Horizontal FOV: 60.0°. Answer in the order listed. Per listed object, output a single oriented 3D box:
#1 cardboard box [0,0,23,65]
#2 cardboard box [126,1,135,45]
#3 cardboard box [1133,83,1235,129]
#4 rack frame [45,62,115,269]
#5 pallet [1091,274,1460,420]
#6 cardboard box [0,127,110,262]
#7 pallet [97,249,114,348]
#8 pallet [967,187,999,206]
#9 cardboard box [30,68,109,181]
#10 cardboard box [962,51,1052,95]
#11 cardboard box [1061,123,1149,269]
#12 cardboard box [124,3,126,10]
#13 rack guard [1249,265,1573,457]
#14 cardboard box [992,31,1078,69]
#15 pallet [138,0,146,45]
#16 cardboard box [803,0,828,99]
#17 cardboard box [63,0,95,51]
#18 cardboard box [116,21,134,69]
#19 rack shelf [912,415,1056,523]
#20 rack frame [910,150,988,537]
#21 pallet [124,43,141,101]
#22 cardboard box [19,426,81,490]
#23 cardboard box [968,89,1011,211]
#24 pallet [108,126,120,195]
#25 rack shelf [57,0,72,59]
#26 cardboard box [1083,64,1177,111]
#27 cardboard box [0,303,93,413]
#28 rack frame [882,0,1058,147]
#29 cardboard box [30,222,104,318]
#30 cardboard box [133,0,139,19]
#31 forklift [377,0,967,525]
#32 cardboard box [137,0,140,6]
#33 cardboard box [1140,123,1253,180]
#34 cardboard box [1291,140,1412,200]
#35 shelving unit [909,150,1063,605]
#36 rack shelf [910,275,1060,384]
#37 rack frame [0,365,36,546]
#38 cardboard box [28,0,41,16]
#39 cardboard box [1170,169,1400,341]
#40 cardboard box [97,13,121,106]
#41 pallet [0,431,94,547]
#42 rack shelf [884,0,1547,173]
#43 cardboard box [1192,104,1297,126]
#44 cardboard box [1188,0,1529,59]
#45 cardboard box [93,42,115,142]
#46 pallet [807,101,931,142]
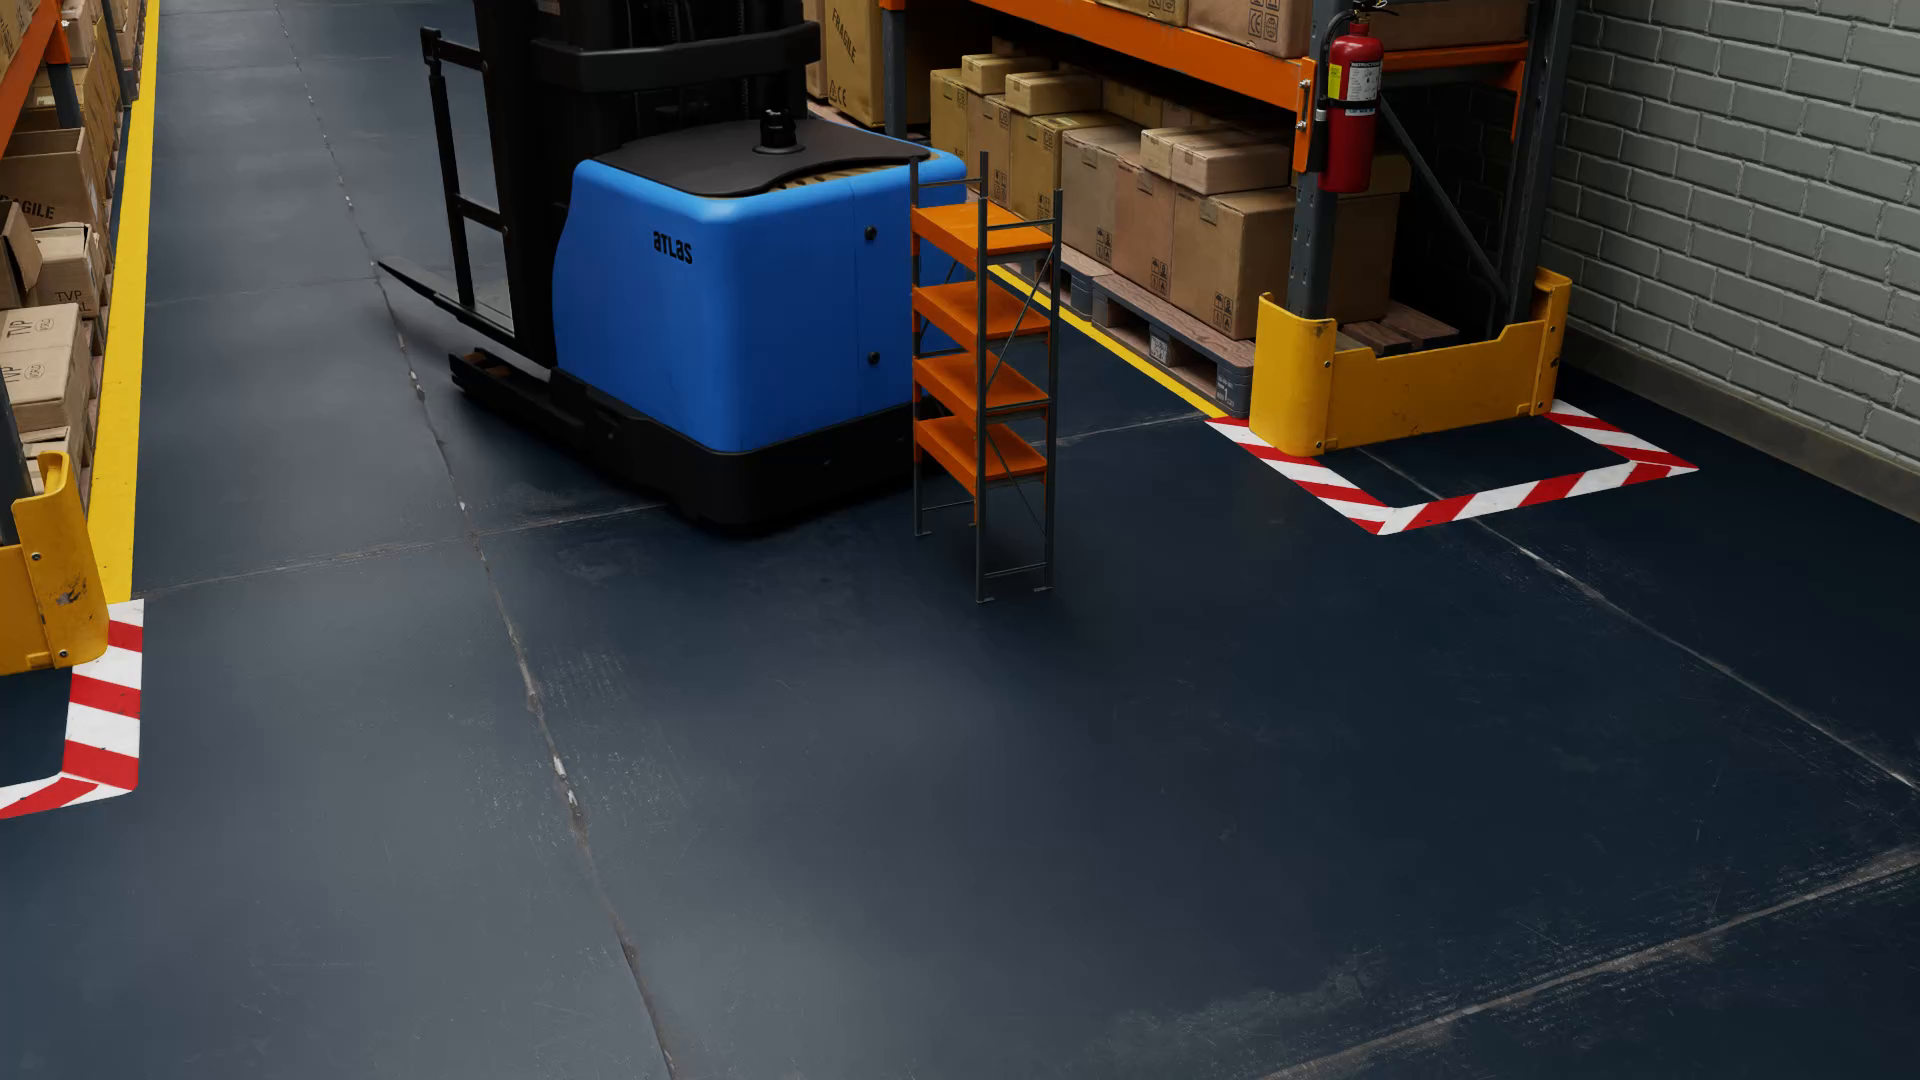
[{"bbox_3d":[-3.452,-1.838,5.482,0.500,0.500,0.500,-10,28,-20],"label":"cardboard box"},{"bbox_3d":[-6.400,-3.812,12.295,0.500,0.250,0.500,-11,28,-22],"label":"cardboard box"},{"bbox_3d":[1.000,-1.927,7.408,0.380,0.149,0.250,-10,28,-20],"label":"cardboard box"},{"bbox_3d":[-4.492,-2.571,7.097,1.000,3.000,0.127,-11,28,-21],"label":"rack frame"},{"bbox_3d":[1.246,-0.865,6.781,1.003,0.211,1.213,-11,28,-21],"label":"pallet"},{"bbox_3d":[-4.008,-1.464,7.178,0.500,0.500,0.500,-11,28,-21],"label":"cardboard box"},{"bbox_3d":[-4.224,-1.040,7.141,1.003,0.211,1.213,-11,28,-21],"label":"pallet"},{"bbox_3d":[0.290,-1.850,8.799,1.003,0.211,1.213,-11,28,-21],"label":"pallet"},{"bbox_3d":[-4.676,-2.096,8.472,0.500,0.500,0.500,-10,28,-20],"label":"cardboard box"},{"bbox_3d":[0.229,-2.291,8.156,0.380,0.149,0.250,-10,28,-19],"label":"cardboard box"},{"bbox_3d":[0.871,-1.545,7.365,0.700,0.500,0.500,-12,28,-22],"label":"cardboard box"},{"bbox_3d":[-6.207,-3.863,11.760,0.500,0.311,0.500,-11,28,-22],"label":"cardboard box"},{"bbox_3d":[1.641,-0.676,6.065,1.175,0.500,0.348,-11,28,-21],"label":"rack guard"},{"bbox_3d":[0.389,-2.554,8.693,0.380,0.149,0.250,-11,28,-21],"label":"cardboard box"},{"bbox_3d":[-7.300,-4.257,13.728,1.003,0.211,1.213,-11,28,-21],"label":"pallet"},{"bbox_3d":[-0.660,-3.245,10.448,0.750,0.750,0.750,-10,28,-19],"label":"cardboard box"},{"bbox_3d":[-5.046,-2.826,9.112,0.500,0.250,0.500,-11,28,-22],"label":"cardboard box"},{"bbox_3d":[-5.993,-3.401,11.452,0.500,0.250,0.500,-11,28,-21],"label":"cardboard box"},{"bbox_3d":[0.065,-0.233,4.967,0.258,0.148,0.480,-11,28,-21],"label":"rack shelf"},{"bbox_3d":[-0.031,-0.571,5.052,0.240,1.200,0.015,-11,28,-21],"label":"rack frame"},{"bbox_3d":[-6.345,-3.272,11.711,1.003,0.211,1.213,-11,28,-21],"label":"pallet"},{"bbox_3d":[-2.871,-0.210,4.989,0.380,0.166,0.250,-11,28,-21],"label":"cardboard box"},{"bbox_3d":[0.457,-1.966,8.229,0.700,0.500,0.500,-11,28,-21],"label":"cardboard box"},{"bbox_3d":[-5.327,-2.133,9.378,1.003,0.211,1.213,-11,28,-21],"label":"pallet"},{"bbox_3d":[-5.275,-3.055,8.909,1.077,0.370,4.000,-11,28,-21],"label":"rack shelf"},{"bbox_3d":[0.799,-2.133,7.831,0.380,0.149,0.250,-10,28,-20],"label":"cardboard box"},{"bbox_3d":[-3.269,-0.590,5.673,0.500,0.250,0.500,-11,28,-21],"label":"cardboard box"},{"bbox_3d":[0.065,-3.424,8.843,1.000,3.000,0.127,-11,28,-21],"label":"rack frame"},{"bbox_3d":[-3.714,-1.076,6.599,0.500,0.311,0.500,-11,28,-21],"label":"cardboard box"},{"bbox_3d":[-6.799,-4.225,13.140,0.500,0.250,0.500,-10,28,-19],"label":"cardboard box"},{"bbox_3d":[-1.301,-1.933,5.868,1.130,2.935,3.031,-21,33,-36],"label":"forklift"},{"bbox_3d":[-7.196,-4.636,13.982,0.500,0.250,0.500,-11,28,-21],"label":"cardboard box"},{"bbox_3d":[0.946,-1.555,6.647,0.380,0.149,0.250,-10,28,-19],"label":"cardboard box"},{"bbox_3d":[1.498,-1.415,6.361,0.380,0.149,0.250,-10,28,-20],"label":"cardboard box"},{"bbox_3d":[0.065,-0.472,4.850,0.258,1.200,0.503,-11,28,-21],"label":"shelving unit"},{"bbox_3d":[0.065,-0.613,4.781,0.258,0.148,0.480,-11,28,-21],"label":"rack shelf"},{"bbox_3d":[-2.925,-0.956,3.790,1.000,3.000,0.127,-11,28,-21],"label":"rack frame"},{"bbox_3d":[-3.857,-2.250,6.326,0.500,0.500,0.500,-10,28,-19],"label":"cardboard box"},{"bbox_3d":[1.265,-1.140,6.536,0.700,0.500,0.500,-11,28,-21],"label":"cardboard box"},{"bbox_3d":[-5.476,-2.923,10.166,0.500,0.500,0.500,-9,28,-19],"label":"cardboard box"},{"bbox_3d":[-3.268,-0.055,5.123,1.003,0.211,1.213,-11,28,-21],"label":"pallet"},{"bbox_3d":[0.848,-2.293,7.348,1.077,0.370,4.000,-11,28,-21],"label":"rack shelf"},{"bbox_3d":[1.201,-1.721,6.986,0.380,0.149,0.250,-10,28,-20],"label":"cardboard box"},{"bbox_3d":[1.422,-2.148,5.888,0.980,0.700,0.700,-9,28,-18],"label":"cardboard box"},{"bbox_3d":[-5.063,-2.503,9.306,0.500,0.500,0.500,-12,28,-23],"label":"cardboard box"},{"bbox_3d":[-0.307,-2.469,10.067,1.003,0.211,1.213,-11,28,-21],"label":"pallet"}]
